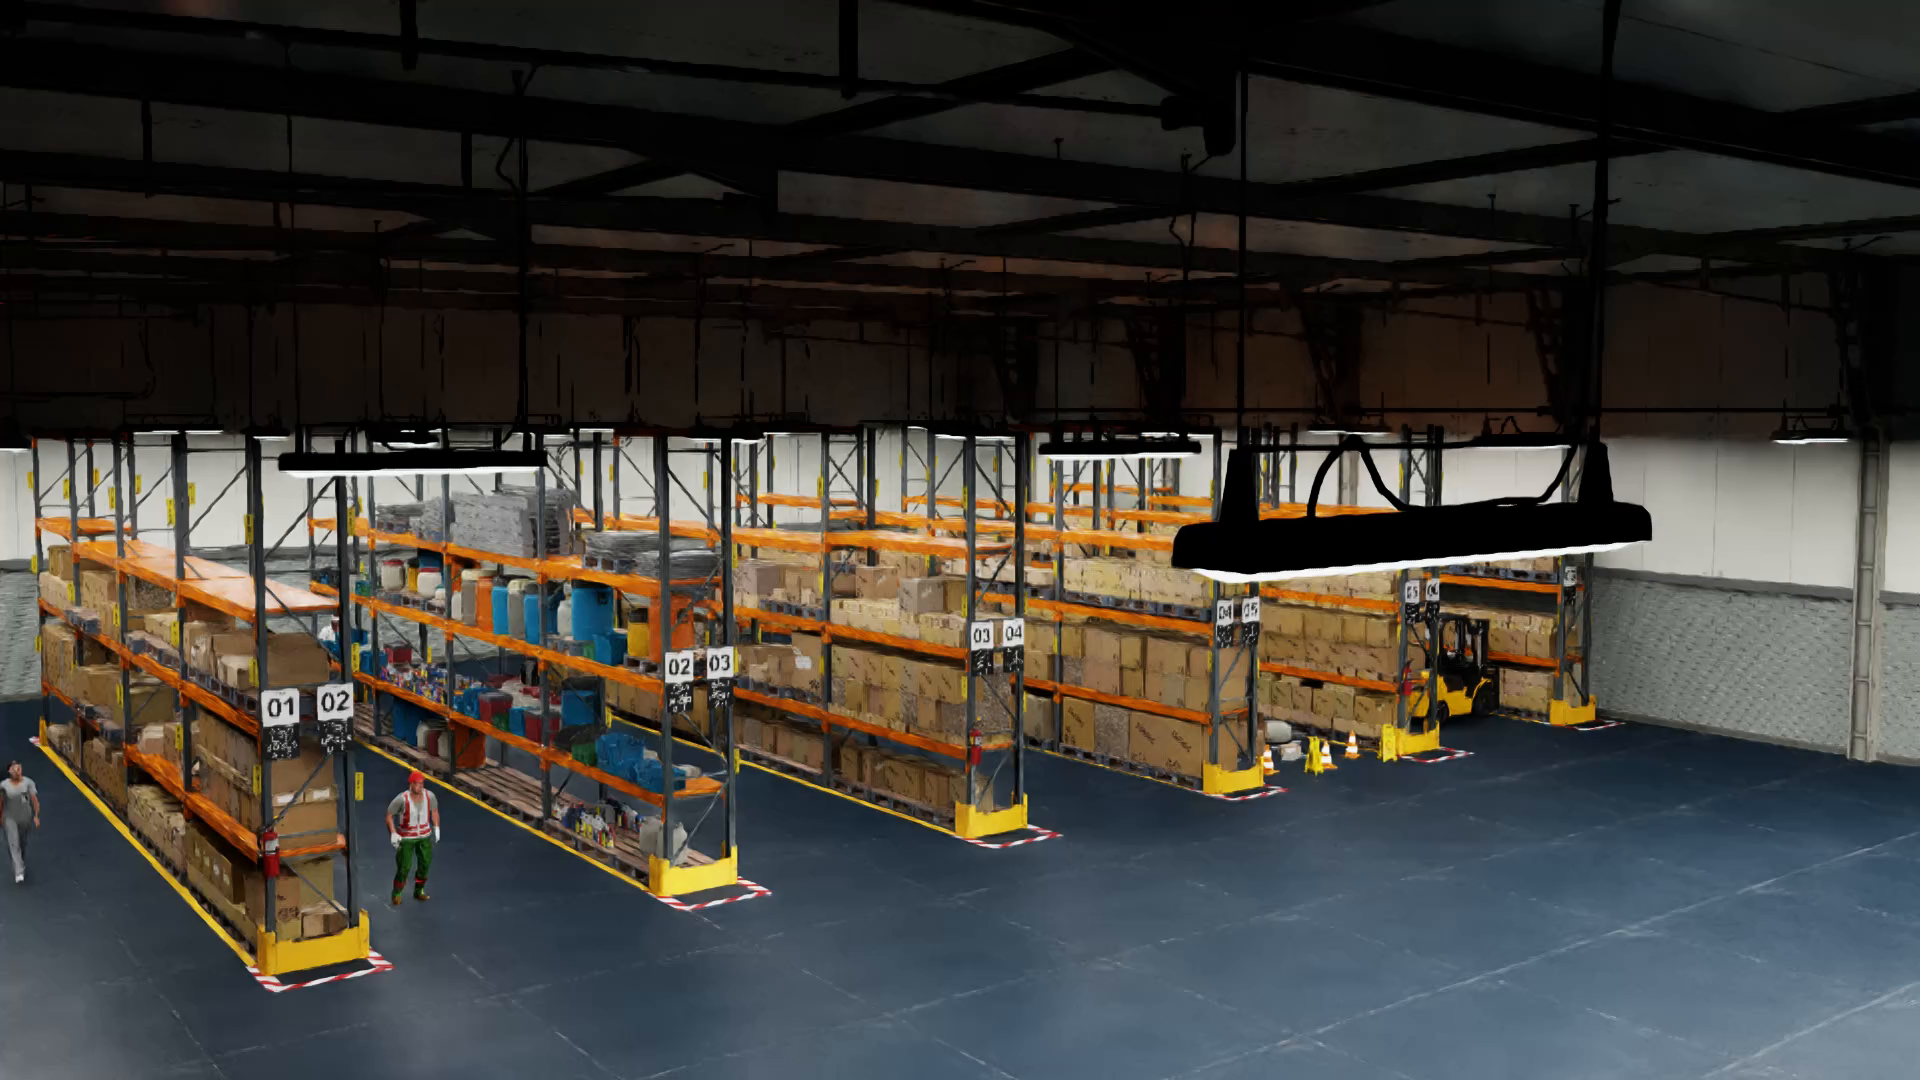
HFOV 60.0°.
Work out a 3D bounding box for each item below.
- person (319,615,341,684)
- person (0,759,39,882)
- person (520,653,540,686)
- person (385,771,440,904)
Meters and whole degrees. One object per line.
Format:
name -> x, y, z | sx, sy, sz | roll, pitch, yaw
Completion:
person -> -14.205, 2.518, 37.640 | 0.709, 1.731, 0.695 | -4, 6, -44
person -> -12.723, 3.754, 22.490 | 0.453, 1.612, 1.019 | -3, 6, -38
person -> -8.456, 2.907, 32.581 | 0.581, 1.709, 0.641 | -1, 5, -12
person -> -6.984, 3.798, 21.278 | 0.677, 1.742, 0.547 | -3, 6, -37
